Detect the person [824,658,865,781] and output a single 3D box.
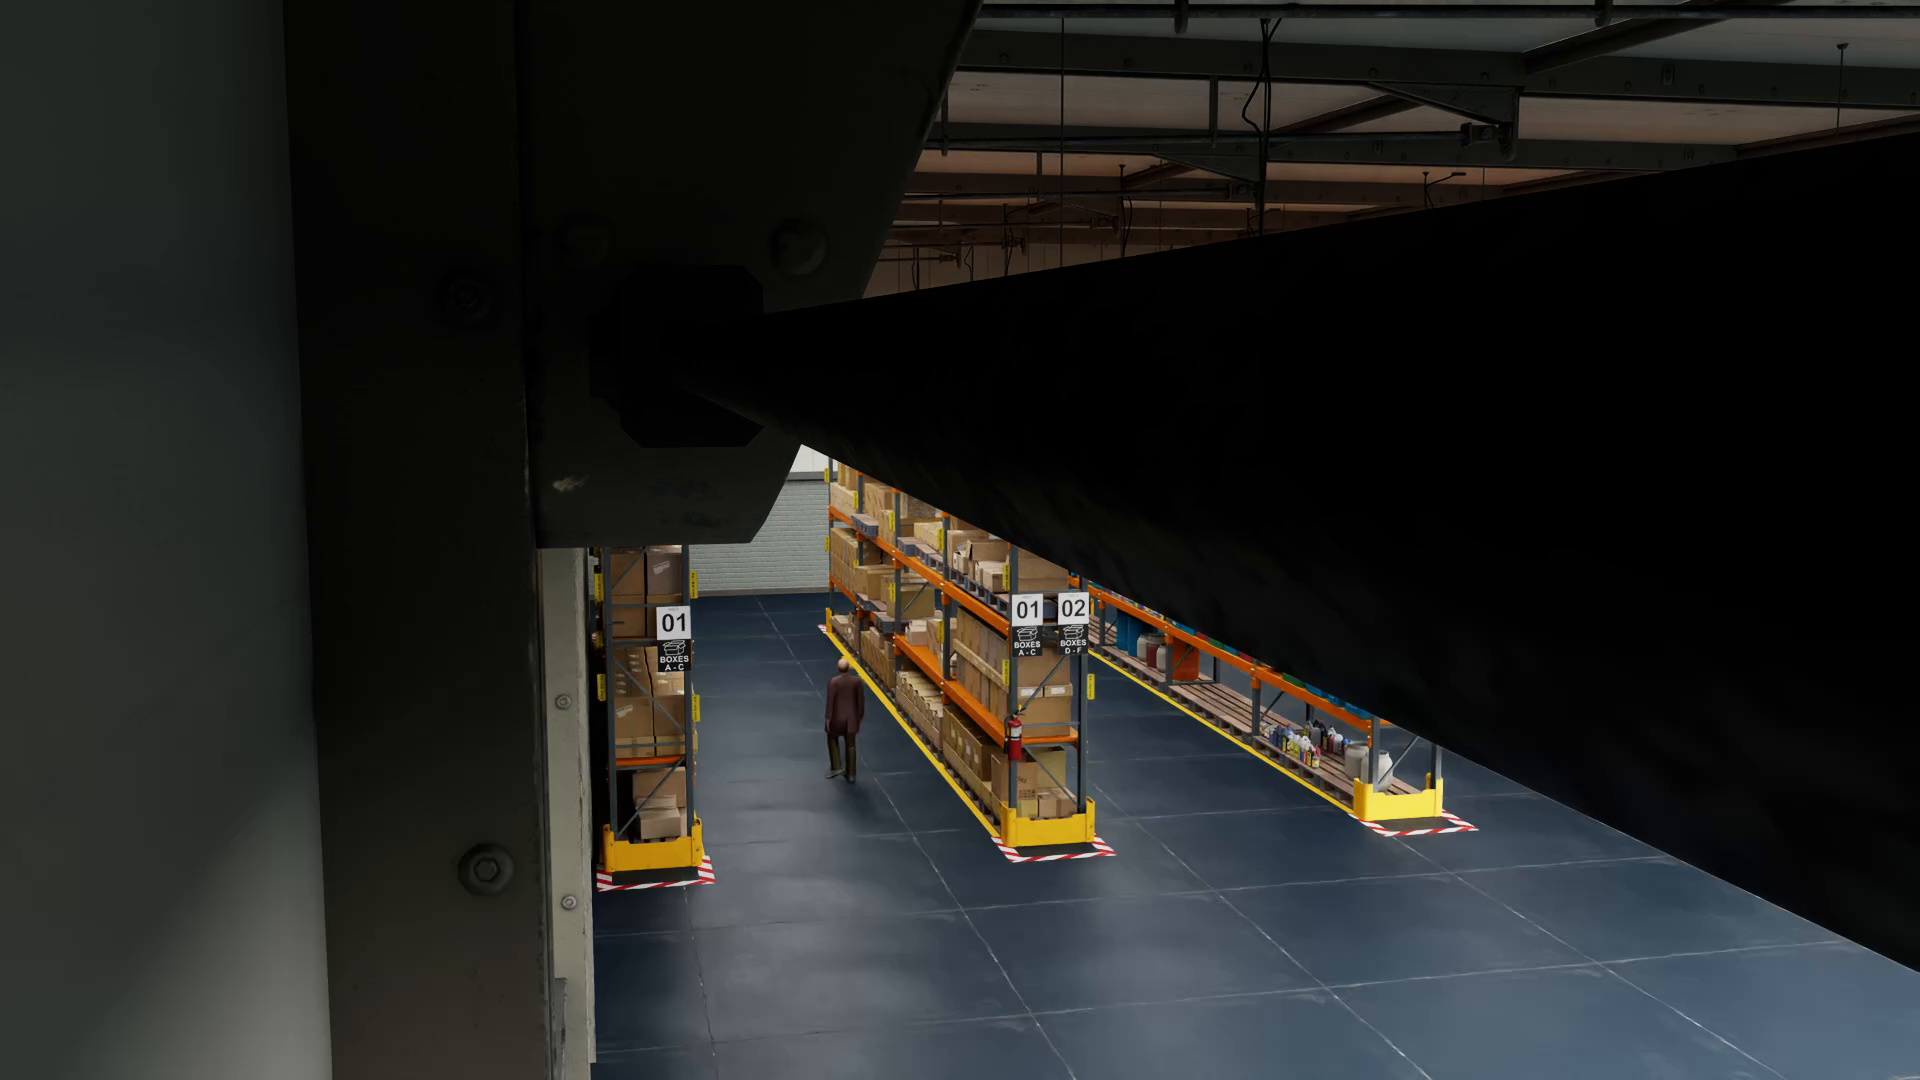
[{"bbox_3d":[-1.661,2.611,24.087,0.626,1.815,0.594,-3,7,-23],"label":"person"}]
